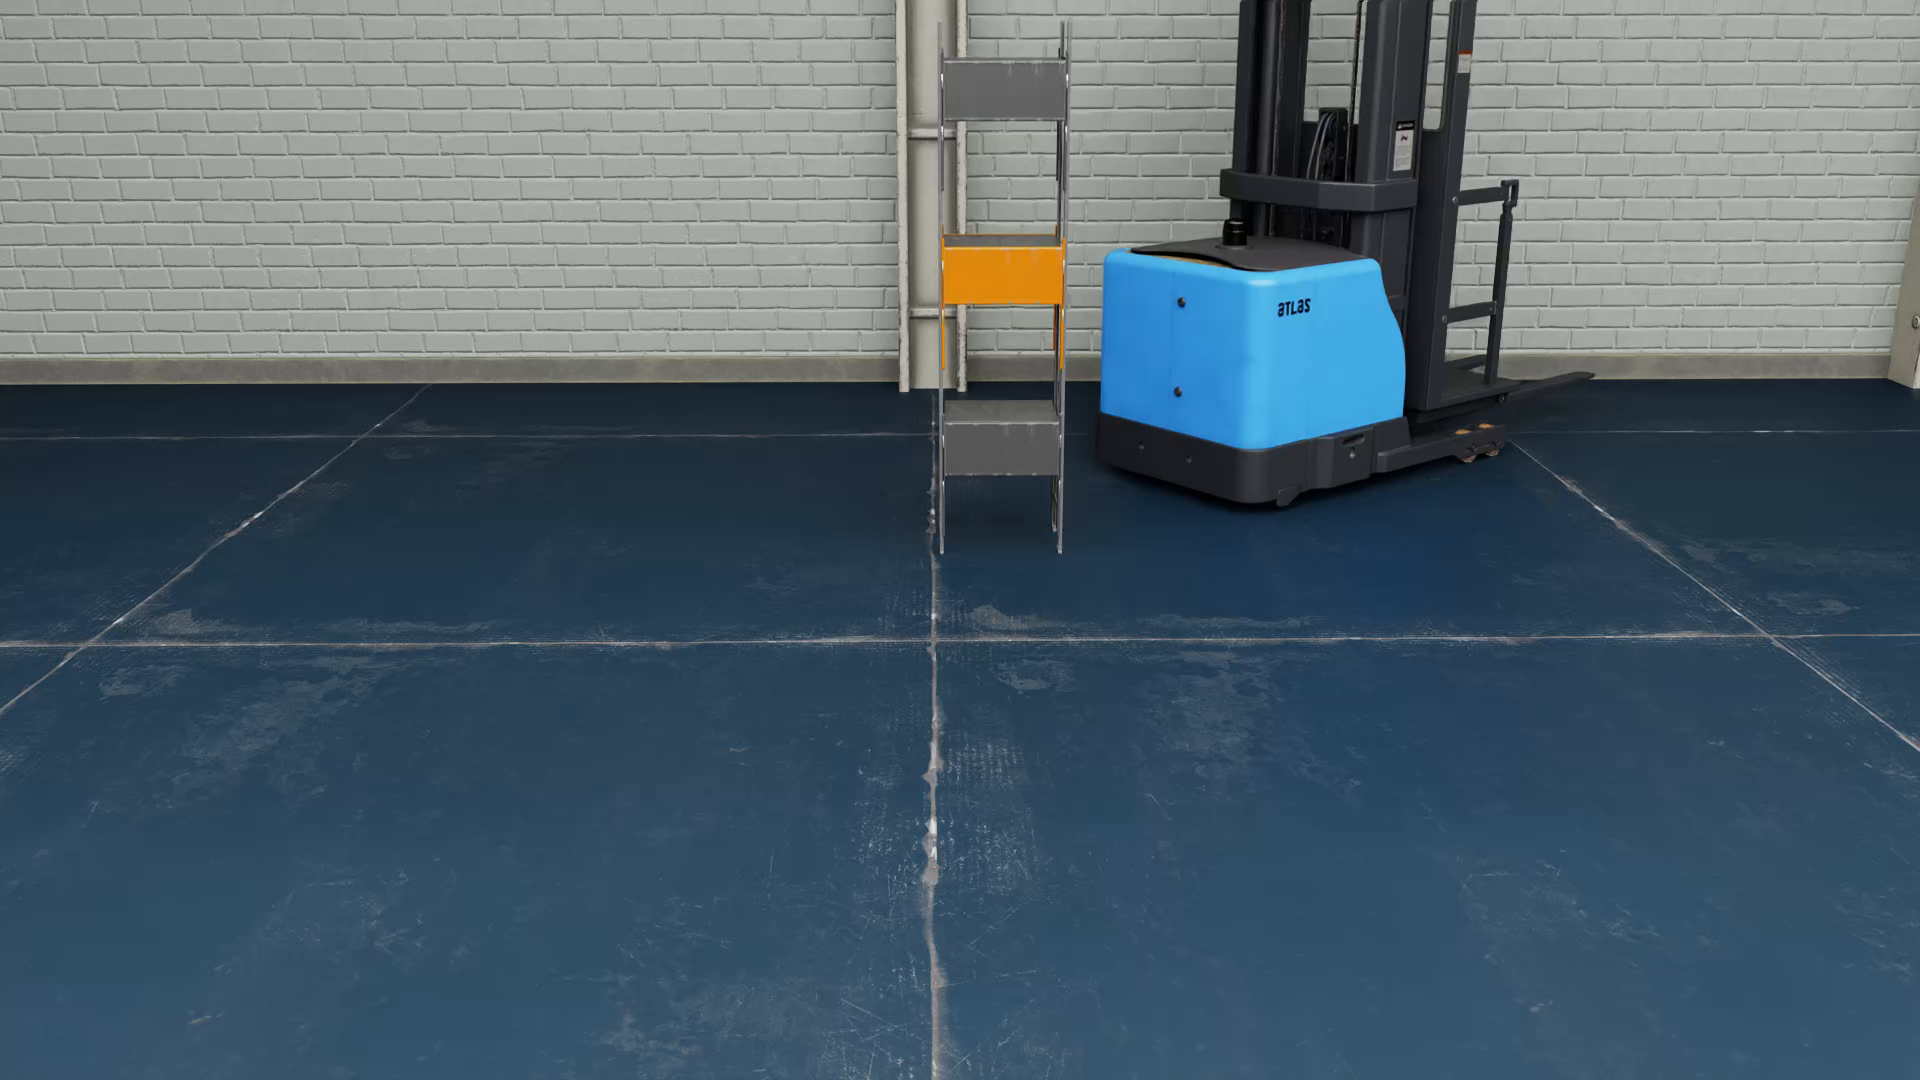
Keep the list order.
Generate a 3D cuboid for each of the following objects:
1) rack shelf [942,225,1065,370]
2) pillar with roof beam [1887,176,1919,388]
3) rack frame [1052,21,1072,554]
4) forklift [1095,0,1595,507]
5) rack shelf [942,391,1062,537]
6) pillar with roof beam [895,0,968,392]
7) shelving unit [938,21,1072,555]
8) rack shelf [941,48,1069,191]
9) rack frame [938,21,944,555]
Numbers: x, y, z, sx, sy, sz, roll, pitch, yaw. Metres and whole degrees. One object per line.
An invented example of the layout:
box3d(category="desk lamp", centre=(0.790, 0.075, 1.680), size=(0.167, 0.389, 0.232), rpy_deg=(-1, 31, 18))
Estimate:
box3d(category="rack shelf", centre=(0.166, -0.988, 6.733), size=(0.480, 0.518, 0.431), rpy_deg=(0, 18, -1))
box3d(category="pillar with roof beam", centre=(5.907, -3.918, 4.528), size=(0.400, 9.000, 9.100), rpy_deg=(0, 18, -1))
box3d(category="rack frame", centre=(0.409, -1.002, 6.733), size=(0.015, 2.100, 0.400), rpy_deg=(0, 18, -1))
box3d(category="forklift", centre=(2.119, -1.889, 8.137), size=(3.031, 2.935, 1.130), rpy_deg=(-14, 22, -37))
box3d(category="rack shelf", centre=(0.166, -0.321, 6.947), size=(0.480, 0.518, 0.431), rpy_deg=(0, 18, -1))
box3d(category="pillar with roof beam", centre=(-0.092, -3.889, 4.437), size=(0.400, 9.000, 9.100), rpy_deg=(0, 18, -1))
box3d(category="shelving unit", centre=(0.166, -1.001, 6.729), size=(0.503, 2.100, 0.431), rpy_deg=(0, 18, -1))
box3d(category="rack shelf", centre=(0.166, -1.654, 6.520), size=(0.480, 0.518, 0.431), rpy_deg=(0, 18, -1))
box3d(category="rack frame", centre=(-0.078, -0.999, 6.726), size=(0.015, 2.100, 0.400), rpy_deg=(0, 18, -1))
